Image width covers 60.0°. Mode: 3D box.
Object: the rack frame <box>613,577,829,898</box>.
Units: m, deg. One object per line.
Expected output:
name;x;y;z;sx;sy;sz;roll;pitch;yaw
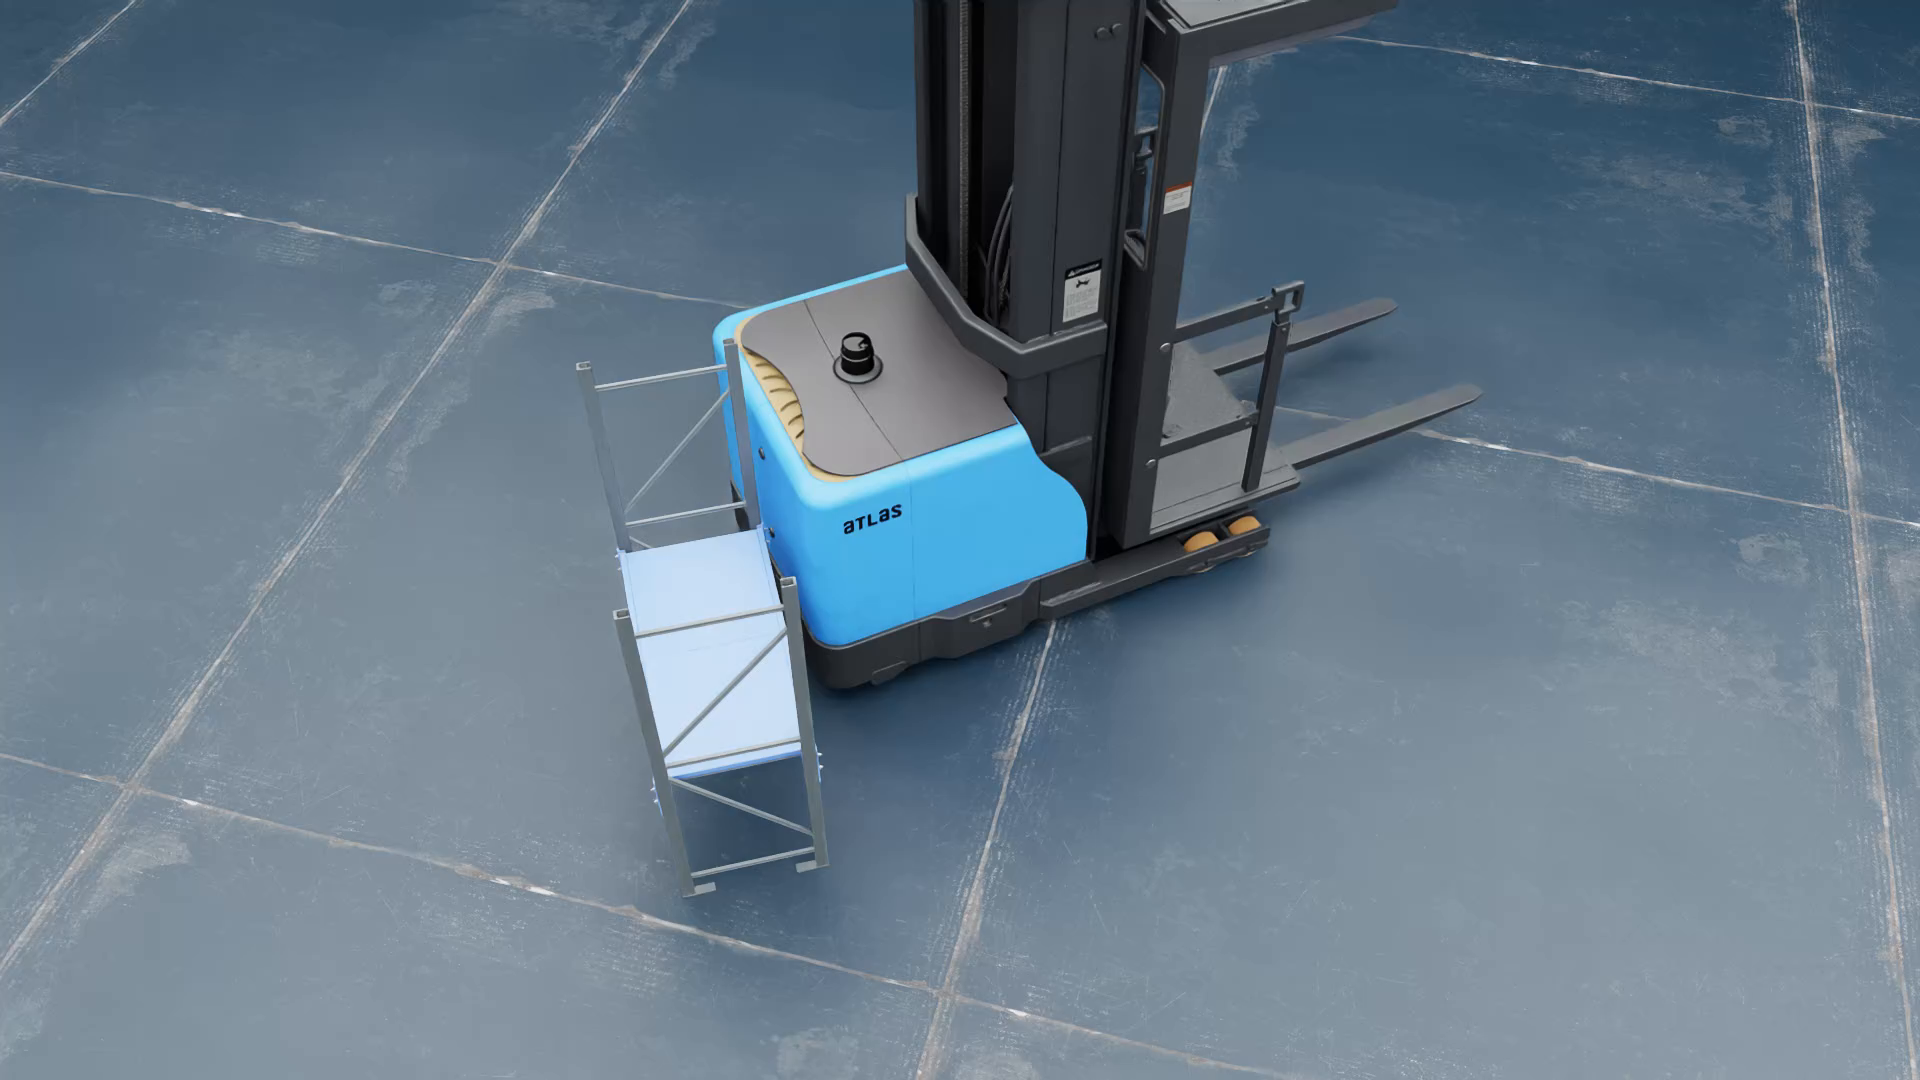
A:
rack frame;-0.693;0.653;5.092;0.500;1.500;0.032;-11;49;-9

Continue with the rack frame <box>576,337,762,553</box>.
rack frame;-0.944;-0.085;5.744;0.500;1.500;0.032;-11;49;-9

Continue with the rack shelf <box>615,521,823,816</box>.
rack shelf;-0.818;0.403;5.553;0.538;0.185;1.000;-11;49;-9

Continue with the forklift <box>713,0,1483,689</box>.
forklift;0.662;-1.184;5.759;3.031;2.935;1.130;-19;51;-16

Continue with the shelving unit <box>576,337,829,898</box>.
shelving unit;-0.818;0.284;5.418;0.538;1.500;1.048;-11;49;-9
